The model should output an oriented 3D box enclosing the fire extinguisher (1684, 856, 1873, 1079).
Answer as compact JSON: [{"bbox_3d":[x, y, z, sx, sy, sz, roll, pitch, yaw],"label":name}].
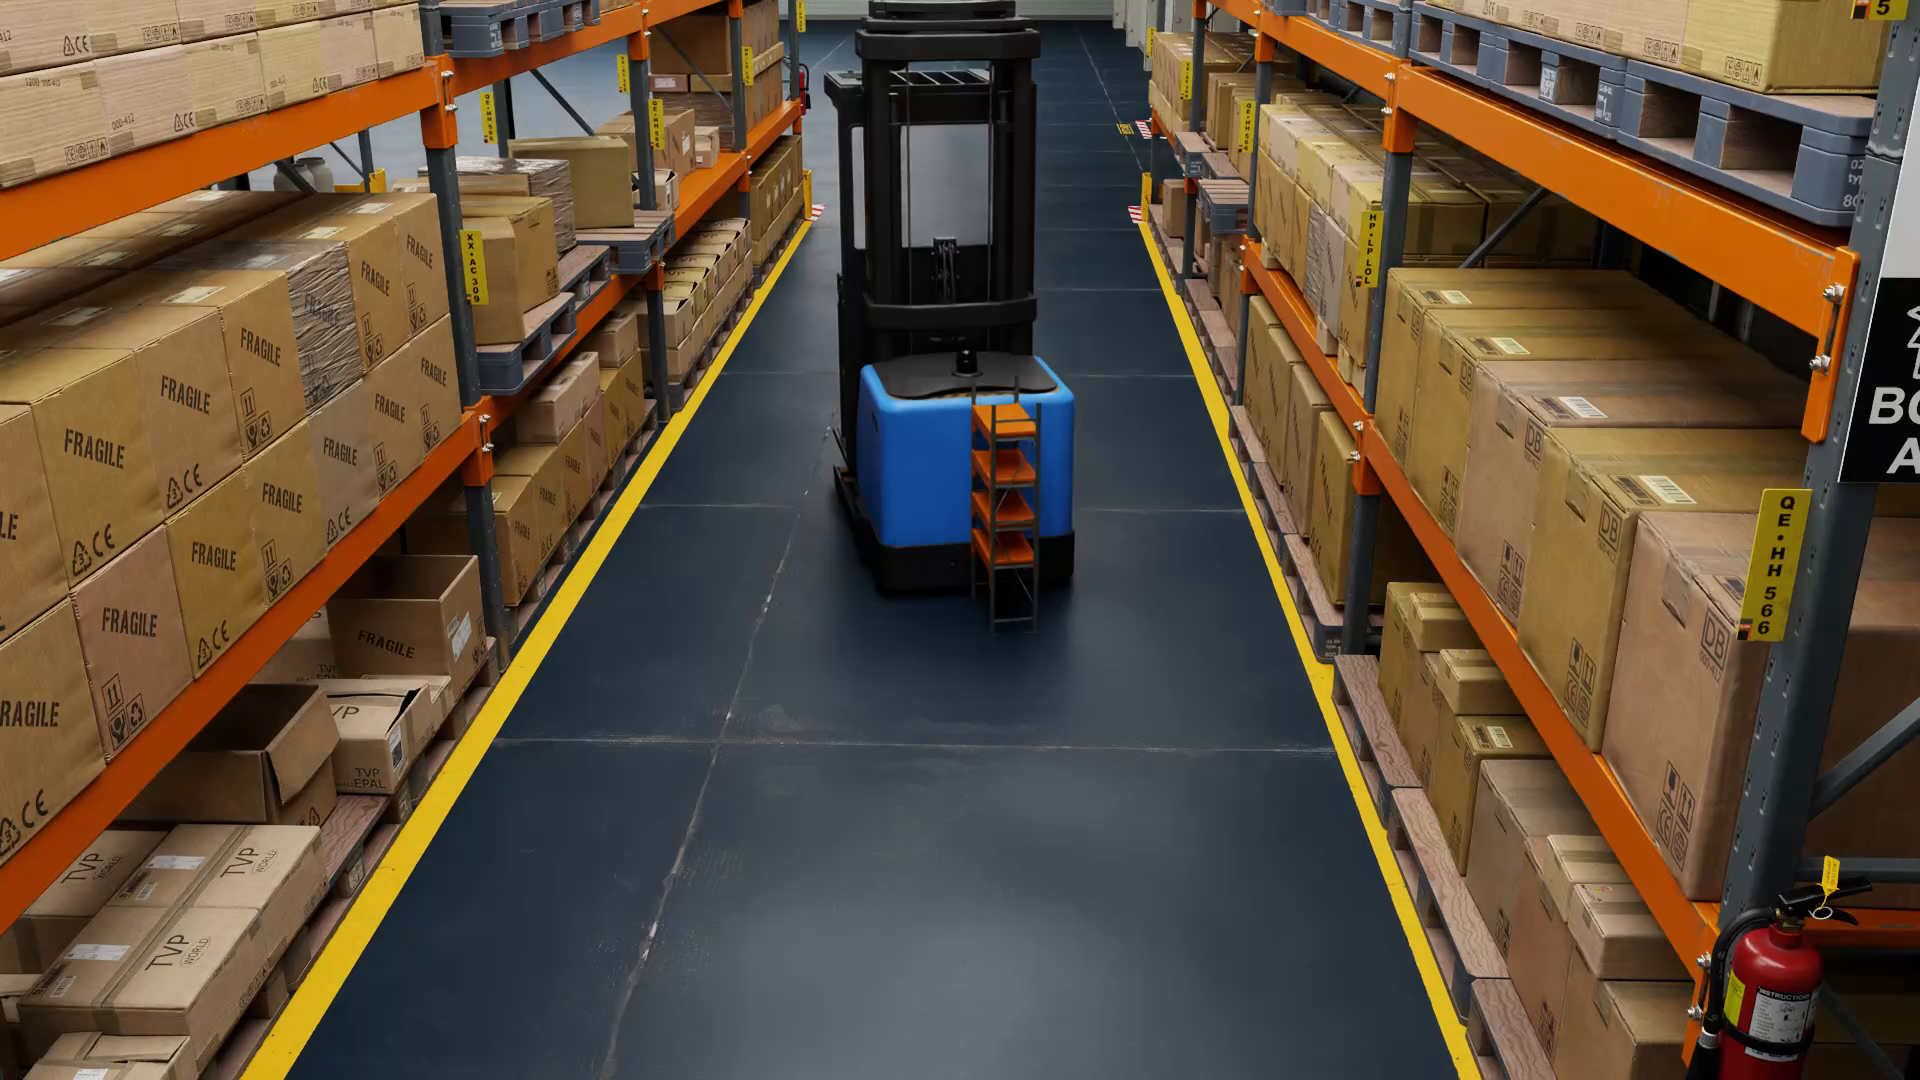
[{"bbox_3d":[1.703,0.973,3.496,0.296,0.674,0.183,1,21,2],"label":"fire extinguisher"}]

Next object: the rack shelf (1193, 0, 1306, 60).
[{"bbox_3d":[2.473,-3.965,12.448,1.077,0.370,4.000,1,21,2],"label":"rack shelf"}]

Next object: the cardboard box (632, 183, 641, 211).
[{"bbox_3d":[-2.485,-2.321,11.488,0.500,0.311,0.500,2,21,5],"label":"cardboard box"}]

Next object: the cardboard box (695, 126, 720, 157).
[{"bbox_3d":[-2.389,-3.430,14.428,0.500,0.250,0.500,2,21,5],"label":"cardboard box"}]

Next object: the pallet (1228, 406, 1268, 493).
[{"bbox_3d":[2.313,-0.594,10.769,1.003,0.211,1.213,1,21,2],"label":"pallet"}]

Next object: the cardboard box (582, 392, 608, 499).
[{"bbox_3d":[-2.359,-0.554,9.657,0.500,0.500,0.500,0,21,0],"label":"cardboard box"}]

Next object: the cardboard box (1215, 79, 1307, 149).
[{"bbox_3d":[2.460,-3.491,13.633,0.700,0.500,0.500,3,21,7],"label":"cardboard box"}]

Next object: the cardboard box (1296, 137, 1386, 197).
[{"bbox_3d":[2.104,-2.002,8.927,0.500,0.250,0.500,0,21,1],"label":"cardboard box"}]

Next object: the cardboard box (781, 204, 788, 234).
[{"bbox_3d":[-2.051,-3.298,17.104,0.500,0.250,0.500,1,21,2],"label":"cardboard box"}]

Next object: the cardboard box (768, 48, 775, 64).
[{"bbox_3d":[-2.141,-5.055,17.375,0.380,0.149,0.250,1,21,2],"label":"cardboard box"}]

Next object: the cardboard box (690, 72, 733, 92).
[{"bbox_3d":[-2.216,-4.122,14.971,0.380,0.149,0.250,1,21,2],"label":"cardboard box"}]

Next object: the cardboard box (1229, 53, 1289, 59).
[{"bbox_3d":[2.776,-4.268,15.526,0.500,0.500,0.500,1,21,1],"label":"cardboard box"}]

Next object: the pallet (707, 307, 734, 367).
[{"bbox_3d":[-2.436,-1.669,13.538,1.003,0.211,1.213,1,21,2],"label":"pallet"}]

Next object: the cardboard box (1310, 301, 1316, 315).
[{"bbox_3d":[2.120,-1.305,9.064,0.380,0.149,0.250,1,21,3],"label":"cardboard box"}]

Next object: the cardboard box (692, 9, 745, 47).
[{"bbox_3d":[-2.397,-4.673,15.493,0.700,0.500,0.500,1,21,1],"label":"cardboard box"}]

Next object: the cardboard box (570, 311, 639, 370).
[{"bbox_3d":[-2.331,-1.260,10.440,0.500,0.250,0.500,1,21,4],"label":"cardboard box"}]

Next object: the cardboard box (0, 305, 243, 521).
[{"bbox_3d":[-2.477,-0.379,4.840,0.500,0.500,0.500,1,21,2],"label":"cardboard box"}]

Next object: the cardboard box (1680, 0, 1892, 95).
[{"bbox_3d":[1.926,-1.125,3.622,0.500,0.250,0.500,1,21,3],"label":"cardboard box"}]

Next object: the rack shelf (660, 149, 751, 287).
[{"bbox_3d":[-2.479,-2.619,13.128,1.077,0.370,4.000,1,21,2],"label":"rack shelf"}]

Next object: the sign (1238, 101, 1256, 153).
[{"bbox_3d":[1.869,-2.684,10.808,0.100,0.325,0.005,1,21,2],"label":"sign"}]

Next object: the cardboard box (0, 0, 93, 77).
[{"bbox_3d":[-2.485,-1.264,4.010,0.500,0.250,0.500,1,21,2],"label":"cardboard box"}]

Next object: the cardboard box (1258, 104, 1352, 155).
[{"bbox_3d":[2.140,-2.551,10.343,0.500,0.250,0.500,1,21,3],"label":"cardboard box"}]

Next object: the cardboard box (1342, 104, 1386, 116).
[{"bbox_3d":[2.657,-2.556,10.356,0.500,0.250,0.500,1,21,3],"label":"cardboard box"}]

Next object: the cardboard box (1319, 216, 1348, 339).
[{"bbox_3d":[2.058,-1.281,8.107,0.500,0.500,0.500,1,21,2],"label":"cardboard box"}]

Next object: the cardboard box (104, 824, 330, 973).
[{"bbox_3d":[-2.452,1.183,5.527,0.500,0.250,0.500,1,21,2],"label":"cardboard box"}]

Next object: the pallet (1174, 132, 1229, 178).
[{"bbox_3d":[2.365,-3.261,14.051,1.003,0.211,1.213,1,21,2],"label":"pallet"}]

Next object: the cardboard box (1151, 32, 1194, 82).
[{"bbox_3d":[2.340,-5.191,17.903,0.500,0.500,0.500,1,21,2],"label":"cardboard box"}]

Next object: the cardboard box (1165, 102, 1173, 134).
[{"bbox_3d":[2.268,-4.101,16.131,0.500,0.250,0.500,1,21,1],"label":"cardboard box"}]

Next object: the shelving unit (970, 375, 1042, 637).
[{"bbox_3d":[0.222,-0.172,8.315,0.258,1.200,0.503,-4,22,-10],"label":"shelving unit"}]

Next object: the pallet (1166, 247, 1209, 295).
[{"bbox_3d":[2.519,-2.568,15.856,1.003,0.211,1.213,1,21,2],"label":"pallet"}]

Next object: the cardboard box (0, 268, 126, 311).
[{"bbox_3d":[-3.003,-0.572,5.335,0.500,0.500,0.500,1,21,3],"label":"cardboard box"}]

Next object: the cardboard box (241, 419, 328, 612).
[{"bbox_3d":[-2.460,-0.092,5.481,0.500,0.500,0.500,1,21,2],"label":"cardboard box"}]

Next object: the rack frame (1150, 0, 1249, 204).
[{"bbox_3d":[2.655,-5.071,18.452,1.000,3.000,0.127,1,21,2],"label":"rack frame"}]

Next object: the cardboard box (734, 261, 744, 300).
[{"bbox_3d":[-2.158,-2.256,14.417,0.500,0.250,0.500,0,21,1],"label":"cardboard box"}]

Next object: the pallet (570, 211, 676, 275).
[{"bbox_3d":[-2.490,-1.896,10.535,1.213,0.211,1.003,1,21,2],"label":"pallet"}]

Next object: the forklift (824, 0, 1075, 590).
[{"bbox_3d":[-0.170,-1.606,9.616,1.130,2.935,3.031,-4,22,-10],"label":"forklift"}]

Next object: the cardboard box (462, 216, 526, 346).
[{"bbox_3d":[-2.423,-1.197,7.748,0.700,0.500,0.500,-7,22,-17],"label":"cardboard box"}]

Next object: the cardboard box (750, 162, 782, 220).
[{"bbox_3d":[-2.061,-3.467,16.502,0.500,0.500,0.500,1,21,2],"label":"cardboard box"}]

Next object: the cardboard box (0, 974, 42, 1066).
[{"bbox_3d":[-2.910,1.432,5.001,0.380,0.166,0.250,1,21,2],"label":"cardboard box"}]

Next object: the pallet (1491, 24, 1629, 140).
[{"bbox_3d":[2.215,-1.354,4.847,1.003,0.211,1.213,1,21,2],"label":"pallet"}]

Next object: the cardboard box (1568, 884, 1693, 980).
[{"bbox_3d":[1.912,1.079,4.581,0.380,0.149,0.250,0,21,1],"label":"cardboard box"}]

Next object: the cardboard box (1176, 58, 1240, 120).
[{"bbox_3d":[2.239,-4.088,15.061,0.500,0.500,0.500,1,21,1],"label":"cardboard box"}]

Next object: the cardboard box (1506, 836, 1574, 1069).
[{"bbox_3d":[2.105,1.248,5.040,0.700,0.500,0.500,1,21,1],"label":"cardboard box"}]

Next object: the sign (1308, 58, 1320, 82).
[{"bbox_3d":[3.089,-4.160,14.502,0.100,0.325,0.005,1,21,2],"label":"sign"}]

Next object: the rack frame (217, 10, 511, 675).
[{"bbox_3d":[-2.661,-0.785,7.406,1.000,3.000,0.127,1,21,2],"label":"rack frame"}]

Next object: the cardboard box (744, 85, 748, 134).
[{"bbox_3d":[-2.401,-4.076,15.749,0.700,0.500,0.500,0,21,1],"label":"cardboard box"}]

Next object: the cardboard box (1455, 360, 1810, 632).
[{"bbox_3d":[2.218,-0.149,5.352,0.980,0.700,0.700,0,21,-1],"label":"cardboard box"}]

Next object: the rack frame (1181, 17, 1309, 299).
[{"bbox_3d":[2.534,-3.625,14.724,1.000,3.000,0.127,1,21,2],"label":"rack frame"}]

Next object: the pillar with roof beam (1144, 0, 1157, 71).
[{"bbox_3d":[-0.257,-14.161,33.585,9.100,9.000,0.400,1,21,2],"label":"pillar with roof beam"}]

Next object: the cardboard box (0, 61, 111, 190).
[{"bbox_3d":[-2.485,-1.031,4.101,0.500,0.250,0.500,1,21,2],"label":"cardboard box"}]

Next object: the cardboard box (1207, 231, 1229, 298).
[{"bbox_3d":[2.528,-2.398,14.410,0.700,0.500,0.500,1,21,3],"label":"cardboard box"}]

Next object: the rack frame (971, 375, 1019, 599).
[{"bbox_3d":[0.177,-0.259,8.538,0.240,1.200,0.015,-4,22,-10],"label":"rack frame"}]

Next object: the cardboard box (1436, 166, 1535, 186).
[{"bbox_3d":[2.574,-1.629,7.967,0.500,0.250,0.500,1,21,2],"label":"cardboard box"}]

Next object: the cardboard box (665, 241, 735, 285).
[{"bbox_3d":[-2.171,-2.335,13.846,0.500,0.311,0.500,1,21,1],"label":"cardboard box"}]

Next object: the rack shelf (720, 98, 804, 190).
[{"bbox_3d":[-2.357,-4.066,16.855,1.077,0.370,4.000,1,21,2],"label":"rack shelf"}]
